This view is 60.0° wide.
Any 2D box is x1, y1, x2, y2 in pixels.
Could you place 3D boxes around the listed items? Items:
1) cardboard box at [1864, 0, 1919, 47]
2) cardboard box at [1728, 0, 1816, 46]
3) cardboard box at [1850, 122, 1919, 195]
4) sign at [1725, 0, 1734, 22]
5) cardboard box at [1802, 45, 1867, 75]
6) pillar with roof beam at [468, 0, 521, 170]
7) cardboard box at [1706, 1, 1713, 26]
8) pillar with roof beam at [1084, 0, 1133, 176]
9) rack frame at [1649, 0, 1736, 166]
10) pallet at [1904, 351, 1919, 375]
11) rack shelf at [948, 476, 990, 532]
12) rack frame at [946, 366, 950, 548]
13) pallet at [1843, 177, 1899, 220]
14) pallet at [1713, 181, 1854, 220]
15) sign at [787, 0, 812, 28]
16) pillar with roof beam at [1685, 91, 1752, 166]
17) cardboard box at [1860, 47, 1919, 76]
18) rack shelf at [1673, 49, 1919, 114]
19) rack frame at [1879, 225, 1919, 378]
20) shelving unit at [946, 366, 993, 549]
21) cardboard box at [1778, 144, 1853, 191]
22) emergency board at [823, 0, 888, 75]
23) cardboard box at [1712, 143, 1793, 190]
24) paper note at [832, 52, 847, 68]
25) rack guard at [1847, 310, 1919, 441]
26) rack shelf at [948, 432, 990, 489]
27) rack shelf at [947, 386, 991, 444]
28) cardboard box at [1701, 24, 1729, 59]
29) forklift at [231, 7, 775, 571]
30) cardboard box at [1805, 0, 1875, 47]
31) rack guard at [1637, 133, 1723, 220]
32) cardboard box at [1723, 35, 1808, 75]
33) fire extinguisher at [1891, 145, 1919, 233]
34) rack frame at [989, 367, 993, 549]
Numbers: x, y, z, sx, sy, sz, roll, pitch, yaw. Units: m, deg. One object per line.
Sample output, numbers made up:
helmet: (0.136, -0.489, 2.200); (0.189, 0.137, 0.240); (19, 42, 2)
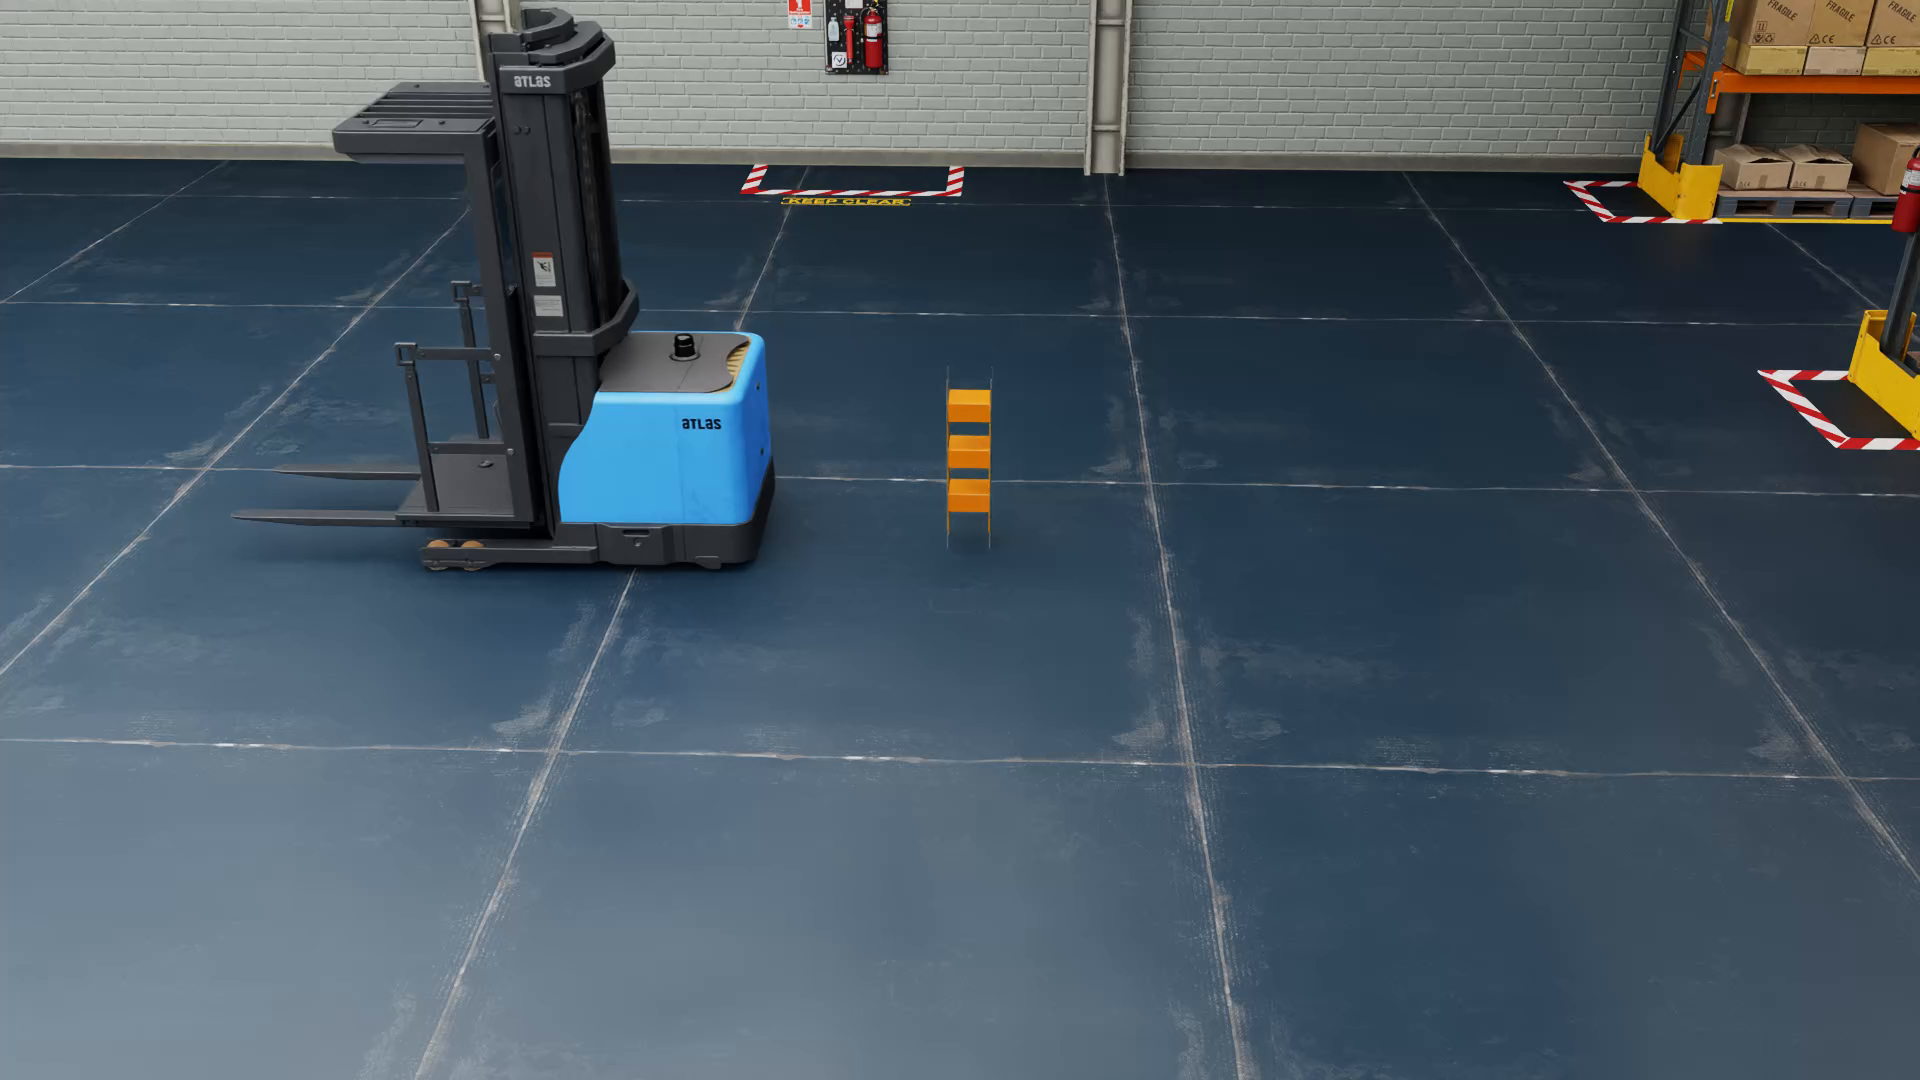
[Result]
cardboard box: (8.192, -4.652, 14.661); (0.500, 0.500, 0.500); (0, 28, 0)
cardboard box: (7.182, -4.676, 14.706); (0.500, 0.500, 0.500); (1, 28, 2)
cardboard box: (8.705, -3.542, 15.429); (0.500, 0.500, 0.700); (-1, 28, -1)
sign: (6.697, -4.679, 14.450); (0.005, 0.325, 0.100); (1, 28, 2)
cardboard box: (7.712, -4.335, 14.863); (0.500, 0.250, 0.500); (0, 28, 0)
pillar with roof beam: (-4.698, -5.778, 11.042); (0.400, 9.000, 9.100); (1, 28, 2)
cardboard box: (7.195, -4.916, 15.160); (0.500, 0.500, 0.500); (1, 28, 1)
pillar with roof beam: (1.298, -5.679, 10.855); (0.400, 9.000, 9.100); (1, 28, 2)
rack frame: (6.716, -4.551, 15.132); (0.127, 3.000, 1.000); (1, 28, 2)
pallet: (7.311, -1.007, 11.424); (1.213, 0.211, 1.003); (1, 28, 2)
rack shelf: (0.053, -0.208, 9.638); (0.240, 0.259, 0.215); (1, 28, 2)
rack frame: (-0.068, -0.465, 9.506); (0.008, 1.050, 0.200); (1, 28, 2)
pallet: (8.819, -3.266, 15.686); (1.213, 0.211, 1.003); (1, 28, 2)
pallet: (7.603, -3.287, 15.726); (1.213, 0.211, 1.003); (1, 28, 2)
sign: (-1.567, -5.175, 16.272); (0.234, 0.329, 0.001); (1, 28, 2)
pillar with roof beam: (7.294, -5.580, 10.668); (0.400, 9.000, 9.100); (1, 28, 2)
cardboard box: (8.221, -4.323, 14.842); (0.500, 0.250, 0.500); (1, 28, 1)
rack shelf: (8.715, -4.200, 15.238); (4.000, 0.370, 1.077); (1, 28, 2)
rack frame: (6.545, -2.232, 10.758); (0.127, 3.000, 1.000); (1, 28, 2)
shelving unit: (0.053, -0.463, 9.502); (0.252, 1.050, 0.215); (1, 28, 2)
cardboard box: (7.974, -3.494, 15.540); (0.500, 0.311, 0.500); (3, 28, 6)
emergency board: (-1.018, -5.102, 16.172); (0.643, 1.169, 0.194); (1, 28, 2)
cardboard box: (7.404, -3.504, 15.558); (0.500, 0.311, 0.500); (-2, 28, -4)
paper note: (-1.193, -4.748, 16.445); (0.142, 0.148, 0.016); (1, 28, 2)
rack guard: (6.521, -1.128, 11.344); (0.348, 0.500, 1.175); (1, 28, 2)
rack shelf: (0.053, -0.454, 9.507); (0.240, 0.259, 0.215); (1, 28, 2)
rack shelf: (0.053, -0.704, 9.374); (0.240, 0.259, 0.215); (1, 28, 2)
cardboard box: (7.190, -4.576, 15.319); (0.500, 0.250, 0.500); (1, 28, 3)
forklift: (-2.660, -1.367, 9.199); (3.031, 2.935, 1.130); (1, 28, 2)
cardboard box: (7.676, -4.663, 14.682); (0.500, 0.500, 0.500); (1, 28, 2)
rack guard: (6.792, -3.445, 15.715); (0.348, 0.500, 1.175); (1, 28, 2)
cardboard box: (7.192, -4.337, 14.867); (0.500, 0.250, 0.500); (0, 28, 0)
fire extinguisher: (6.443, -2.417, 11.190); (0.183, 0.674, 0.296); (1, 28, 2)
rack frame: (0.175, -0.461, 9.499); (0.008, 1.050, 0.200); (1, 28, 2)
